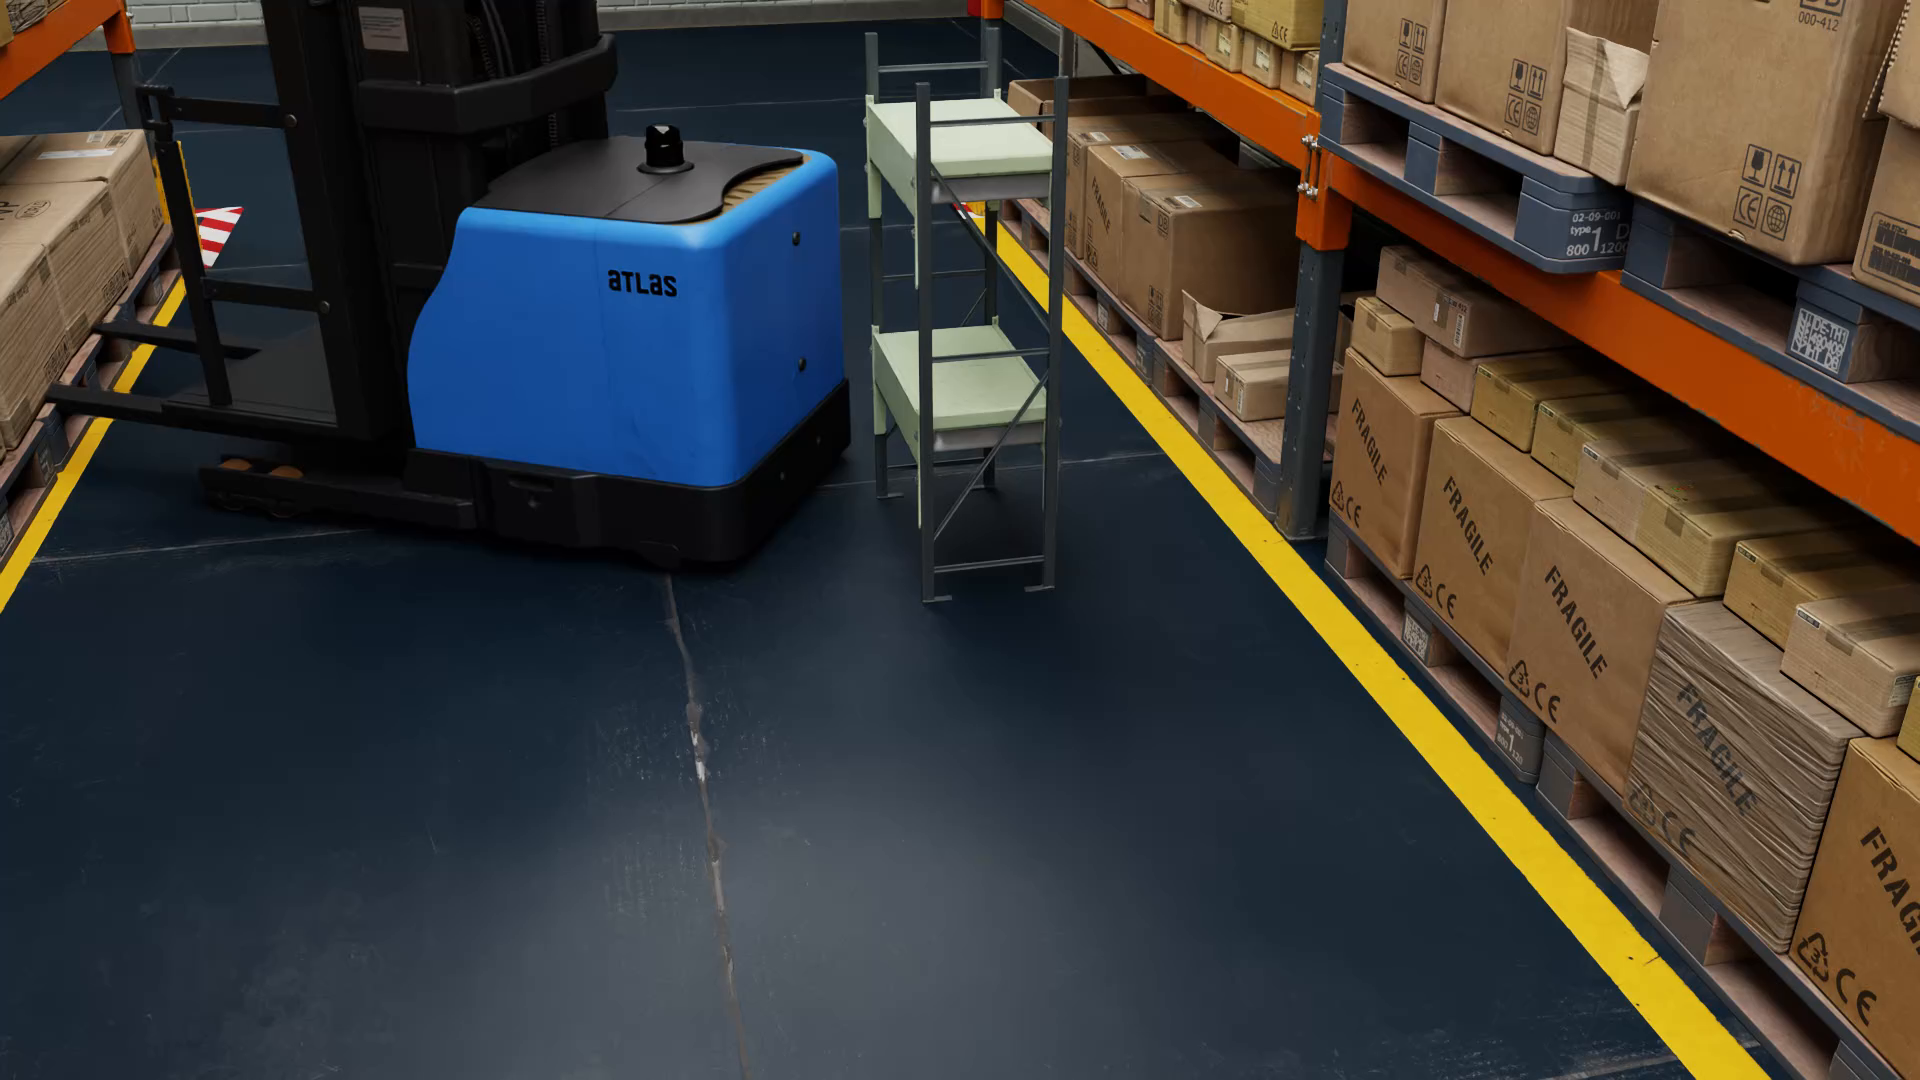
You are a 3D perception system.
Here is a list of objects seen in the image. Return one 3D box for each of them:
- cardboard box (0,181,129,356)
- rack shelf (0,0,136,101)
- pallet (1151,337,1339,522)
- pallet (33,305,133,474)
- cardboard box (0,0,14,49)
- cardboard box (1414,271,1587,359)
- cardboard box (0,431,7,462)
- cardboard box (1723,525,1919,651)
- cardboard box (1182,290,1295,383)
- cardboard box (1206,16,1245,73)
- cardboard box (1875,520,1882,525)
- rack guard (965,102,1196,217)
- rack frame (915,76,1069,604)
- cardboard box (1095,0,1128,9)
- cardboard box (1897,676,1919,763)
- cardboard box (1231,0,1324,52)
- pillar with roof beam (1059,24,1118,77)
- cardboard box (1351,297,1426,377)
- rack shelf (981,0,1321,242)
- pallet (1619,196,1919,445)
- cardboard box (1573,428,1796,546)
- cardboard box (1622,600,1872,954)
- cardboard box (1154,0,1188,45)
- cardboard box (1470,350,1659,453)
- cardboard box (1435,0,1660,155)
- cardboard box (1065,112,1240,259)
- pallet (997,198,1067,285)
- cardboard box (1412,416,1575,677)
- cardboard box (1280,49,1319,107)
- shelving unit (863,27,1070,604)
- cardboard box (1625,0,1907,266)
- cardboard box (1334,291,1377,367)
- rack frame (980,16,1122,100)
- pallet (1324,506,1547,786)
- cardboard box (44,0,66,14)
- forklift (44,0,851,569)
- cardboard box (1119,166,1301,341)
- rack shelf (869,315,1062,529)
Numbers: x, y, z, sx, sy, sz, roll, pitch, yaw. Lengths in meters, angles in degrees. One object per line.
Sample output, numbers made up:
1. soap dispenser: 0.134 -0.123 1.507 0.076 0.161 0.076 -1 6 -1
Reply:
1. cardboard box: -3.769 -1.018 6.315 0.875 0.438 0.875 -5 27 -10
2. rack shelf: -3.779 -1.456 5.603 1.077 0.370 4.000 -6 27 -12
3. pallet: 1.353 -0.461 5.930 1.003 0.211 1.213 -6 27 -12
4. pallet: -3.702 -0.532 6.071 1.003 0.211 1.213 -6 27 -12
5. cardboard box: -3.511 -1.843 5.461 0.500 0.500 0.500 -5 27 -10
6. cardboard box: 1.433 -0.605 4.377 0.380 0.149 0.250 -7 28 -14
7. cardboard box: -3.366 -0.229 4.752 0.875 0.438 0.875 -6 27 -12
8. cardboard box: 1.773 0.101 3.309 0.380 0.149 0.250 -6 27 -11
9. cardboard box: 1.014 -0.743 5.961 0.396 0.266 0.258 -5 27 -10
10. cardboard box: 1.027 -1.630 5.430 0.380 0.149 0.250 -5 27 -10
11. cardboard box: 2.204 -0.069 3.647 0.380 0.149 0.250 -6 27 -11
12. rack guard: 0.622 -2.011 8.680 1.175 0.500 0.348 -6 27 -12
13. rack frame: 0.084 -0.506 4.588 0.400 1.500 0.023 -6 27 -12
14. cardboard box: 0.733 -2.192 6.543 0.380 0.149 0.250 -5 27 -10
15. cardboard box: 1.870 0.333 2.850 0.380 0.149 0.250 -6 27 -12
16. cardboard box: 1.154 -1.669 5.064 0.500 0.250 0.500 -5 27 -10
17. pillar with roof beam: -3.319 -6.677 8.491 9.100 9.000 0.400 -6 27 -12
18. cardboard box: 1.328 -0.581 4.661 0.380 0.149 0.250 -5 27 -9
19. rack shelf: 1.056 -1.961 6.605 1.077 0.370 4.000 -6 27 -12
20. pallet: 1.965 -0.416 2.958 1.003 0.211 1.213 -6 27 -12
21. cardboard box: 1.630 -0.123 3.754 0.380 0.149 0.250 -6 27 -12
22. cardboard box: 1.745 0.440 3.358 0.500 0.500 0.500 -7 28 -13
23. cardboard box: 0.909 -1.858 5.880 0.380 0.149 0.250 -6 27 -12
24. cardboard box: 1.535 -0.356 4.214 0.380 0.149 0.250 -7 28 -14
25. cardboard box: 1.514 -1.174 3.670 0.700 0.500 0.500 -6 27 -11
26. cardboard box: 0.805 -1.575 7.349 0.700 0.500 0.500 -5 27 -9
27. pallet: 0.803 -1.532 8.052 1.003 0.211 1.213 -6 27 -12
28. cardboard box: 1.526 -0.008 4.245 0.500 0.500 0.500 -6 27 -12
29. cardboard box: 1.189 -1.407 4.987 0.380 0.149 0.250 -6 27 -11
30. shelving unit: 0.002 -0.667 4.906 0.431 1.500 0.755 -6 27 -12
31. cardboard box: 1.691 -0.830 2.988 0.700 0.500 0.500 -6 27 -12
32. cardboard box: 1.588 -0.706 5.837 0.500 0.311 0.500 -5 27 -10
33. rack frame: 0.605 -3.161 8.183 1.000 3.000 0.127 -6 27 -12
34. pallet: 1.727 0.194 4.632 1.003 0.211 1.213 -6 27 -12
35. cardboard box: -3.765 -2.293 6.353 0.500 0.500 0.500 -7 28 -13
36. forklift: -1.953 -1.595 5.158 3.031 2.935 1.130 8 28 16
37. cardboard box: 1.039 -1.119 6.446 0.700 0.500 0.500 -7 28 -14
38. rack shelf: 0.002 -0.376 5.053 0.431 0.370 0.720 -6 27 -12
